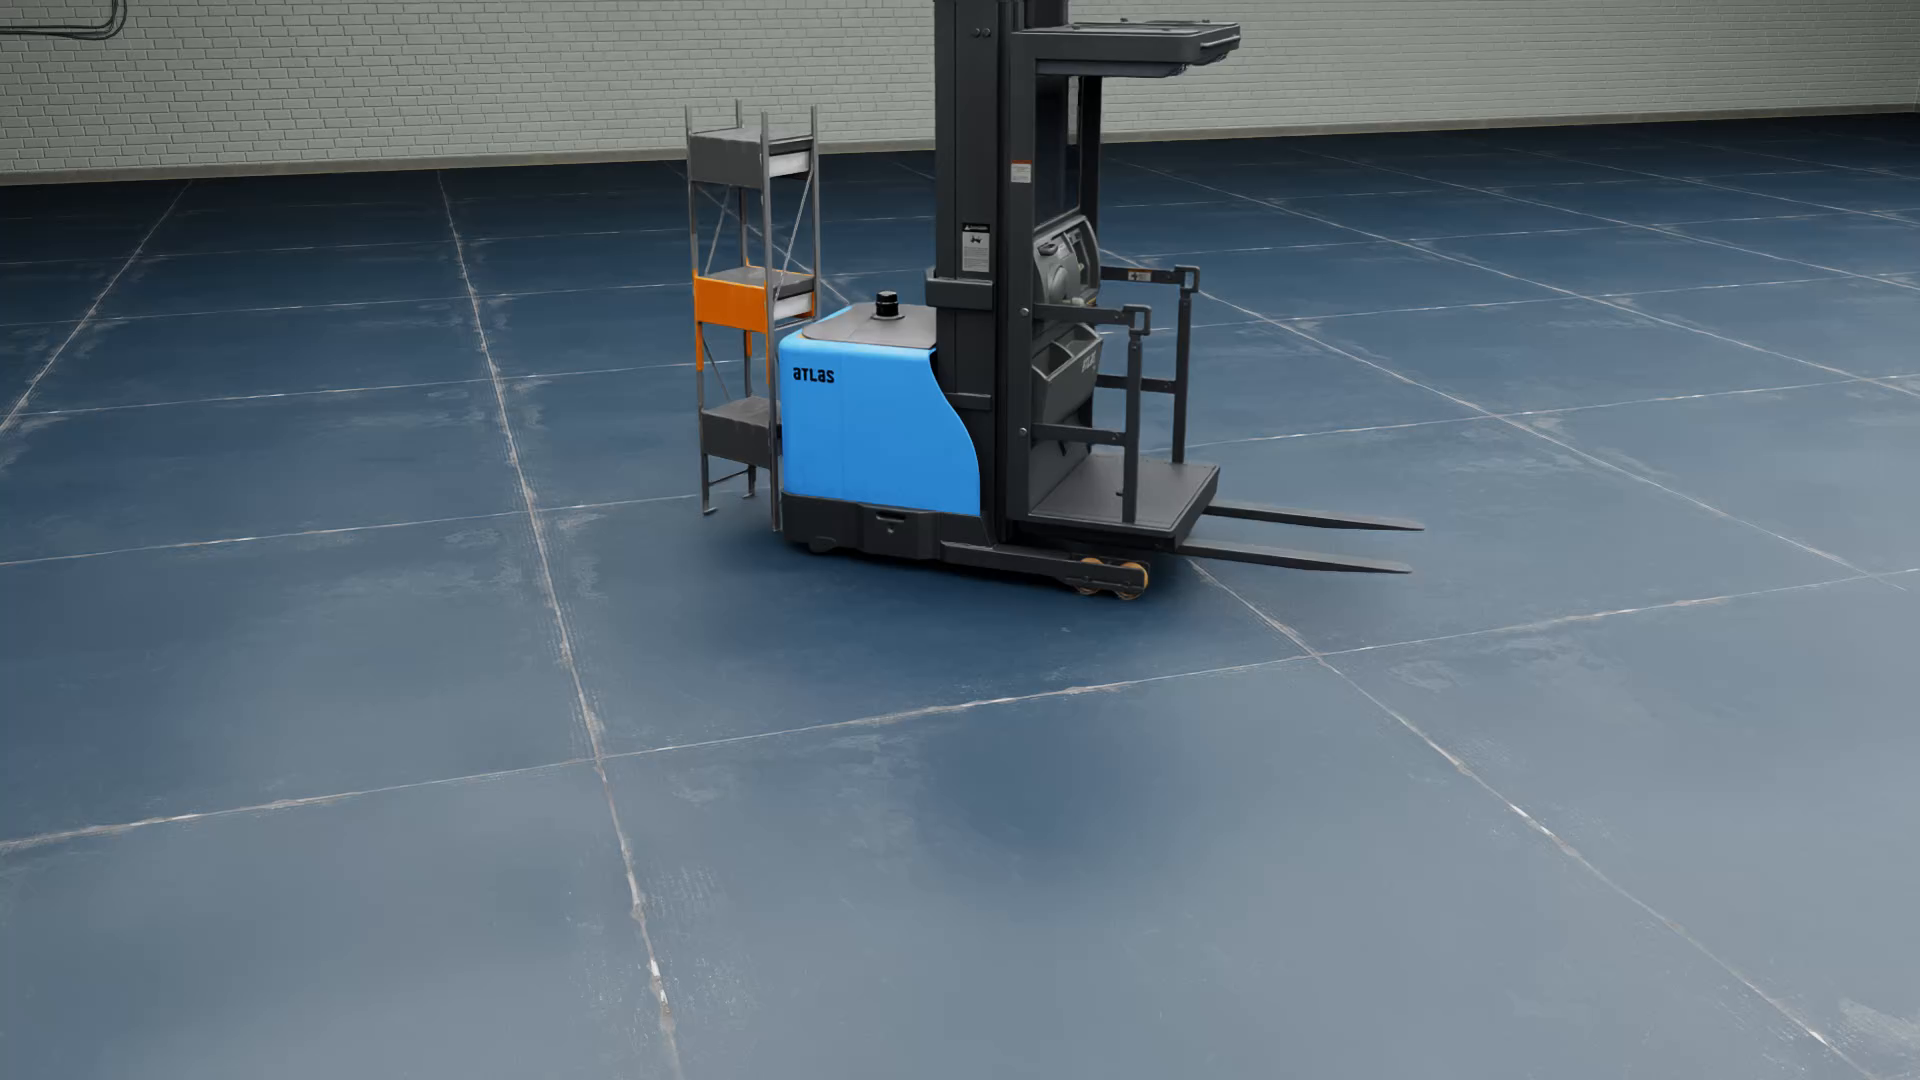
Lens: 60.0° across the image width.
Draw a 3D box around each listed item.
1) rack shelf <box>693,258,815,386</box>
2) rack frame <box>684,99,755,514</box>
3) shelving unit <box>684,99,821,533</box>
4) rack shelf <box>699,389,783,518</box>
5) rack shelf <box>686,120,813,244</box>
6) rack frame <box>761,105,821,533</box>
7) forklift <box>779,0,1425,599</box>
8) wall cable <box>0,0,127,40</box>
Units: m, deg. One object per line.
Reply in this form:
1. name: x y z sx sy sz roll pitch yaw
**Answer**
1. rack shelf: -1.027 -1.116 8.446 0.480 0.518 0.431 14 24 32
2. rack frame: -1.228 -1.179 8.571 0.015 2.100 0.400 14 24 32
3. shelving unit: -1.027 -1.129 8.441 0.503 2.100 0.431 14 24 32
4. rack shelf: -1.035 -0.459 8.689 0.480 0.518 0.431 14 24 32
5. rack shelf: -1.019 -1.773 8.204 0.480 0.518 0.431 14 24 32
6. rack frame: -0.826 -1.079 8.312 0.015 2.100 0.400 14 24 32
7. forklift: 0.690 -1.309 7.725 3.031 2.935 1.130 7 21 19
8. wall cable: -11.722 -7.193 19.724 3.097 2.526 0.112 -6 21 -17
